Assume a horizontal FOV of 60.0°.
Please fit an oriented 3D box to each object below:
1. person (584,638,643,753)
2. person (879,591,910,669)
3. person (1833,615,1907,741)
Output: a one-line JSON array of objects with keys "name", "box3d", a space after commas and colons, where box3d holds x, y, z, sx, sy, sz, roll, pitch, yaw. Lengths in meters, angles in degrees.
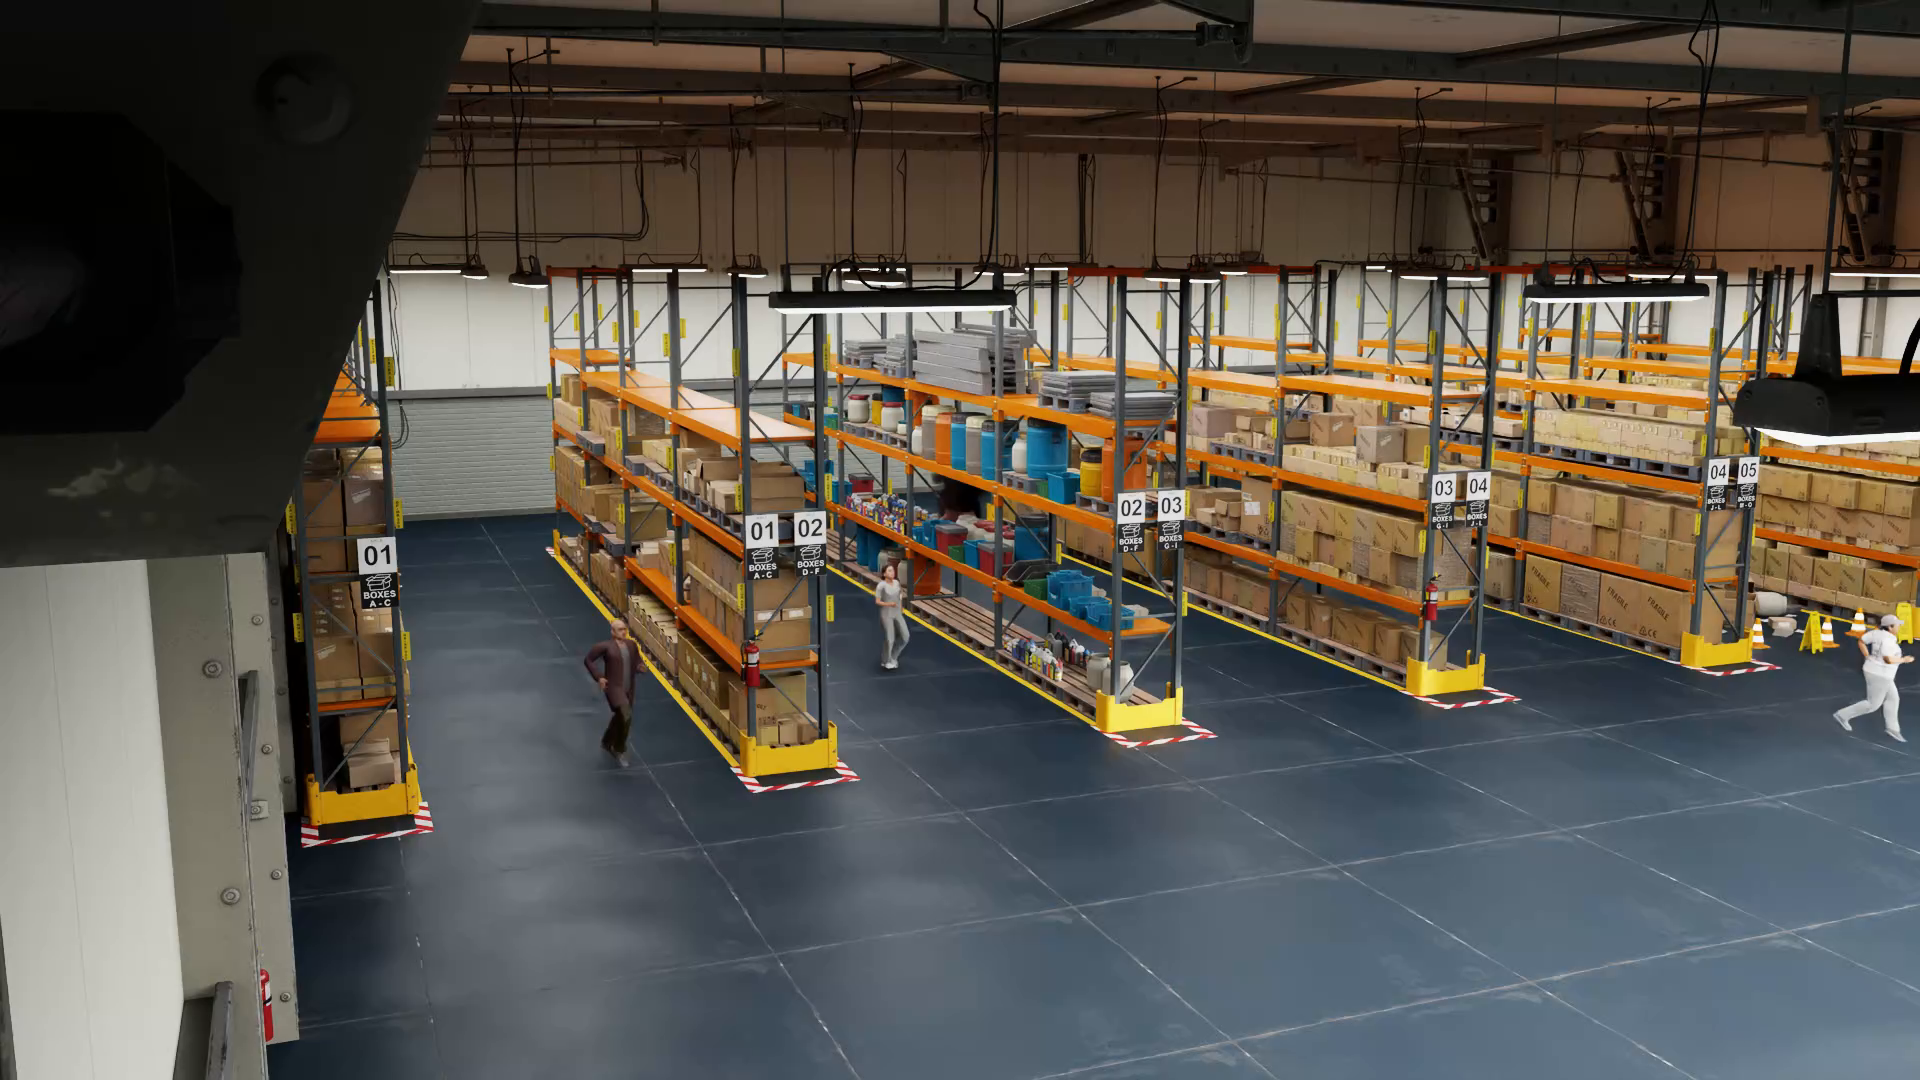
[{"name": "person", "box3d": [-4.273, 1.915, 20.735, 0.686, 1.463, 0.681, 8, 12, 37]}, {"name": "person", "box3d": [-1.033, 1.361, 25.206, 0.351, 1.220, 0.525, -7, 12, -35]}, {"name": "person", "box3d": [11.929, 1.805, 21.686, 0.912, 1.711, 0.587, 3, 10, 16]}]
